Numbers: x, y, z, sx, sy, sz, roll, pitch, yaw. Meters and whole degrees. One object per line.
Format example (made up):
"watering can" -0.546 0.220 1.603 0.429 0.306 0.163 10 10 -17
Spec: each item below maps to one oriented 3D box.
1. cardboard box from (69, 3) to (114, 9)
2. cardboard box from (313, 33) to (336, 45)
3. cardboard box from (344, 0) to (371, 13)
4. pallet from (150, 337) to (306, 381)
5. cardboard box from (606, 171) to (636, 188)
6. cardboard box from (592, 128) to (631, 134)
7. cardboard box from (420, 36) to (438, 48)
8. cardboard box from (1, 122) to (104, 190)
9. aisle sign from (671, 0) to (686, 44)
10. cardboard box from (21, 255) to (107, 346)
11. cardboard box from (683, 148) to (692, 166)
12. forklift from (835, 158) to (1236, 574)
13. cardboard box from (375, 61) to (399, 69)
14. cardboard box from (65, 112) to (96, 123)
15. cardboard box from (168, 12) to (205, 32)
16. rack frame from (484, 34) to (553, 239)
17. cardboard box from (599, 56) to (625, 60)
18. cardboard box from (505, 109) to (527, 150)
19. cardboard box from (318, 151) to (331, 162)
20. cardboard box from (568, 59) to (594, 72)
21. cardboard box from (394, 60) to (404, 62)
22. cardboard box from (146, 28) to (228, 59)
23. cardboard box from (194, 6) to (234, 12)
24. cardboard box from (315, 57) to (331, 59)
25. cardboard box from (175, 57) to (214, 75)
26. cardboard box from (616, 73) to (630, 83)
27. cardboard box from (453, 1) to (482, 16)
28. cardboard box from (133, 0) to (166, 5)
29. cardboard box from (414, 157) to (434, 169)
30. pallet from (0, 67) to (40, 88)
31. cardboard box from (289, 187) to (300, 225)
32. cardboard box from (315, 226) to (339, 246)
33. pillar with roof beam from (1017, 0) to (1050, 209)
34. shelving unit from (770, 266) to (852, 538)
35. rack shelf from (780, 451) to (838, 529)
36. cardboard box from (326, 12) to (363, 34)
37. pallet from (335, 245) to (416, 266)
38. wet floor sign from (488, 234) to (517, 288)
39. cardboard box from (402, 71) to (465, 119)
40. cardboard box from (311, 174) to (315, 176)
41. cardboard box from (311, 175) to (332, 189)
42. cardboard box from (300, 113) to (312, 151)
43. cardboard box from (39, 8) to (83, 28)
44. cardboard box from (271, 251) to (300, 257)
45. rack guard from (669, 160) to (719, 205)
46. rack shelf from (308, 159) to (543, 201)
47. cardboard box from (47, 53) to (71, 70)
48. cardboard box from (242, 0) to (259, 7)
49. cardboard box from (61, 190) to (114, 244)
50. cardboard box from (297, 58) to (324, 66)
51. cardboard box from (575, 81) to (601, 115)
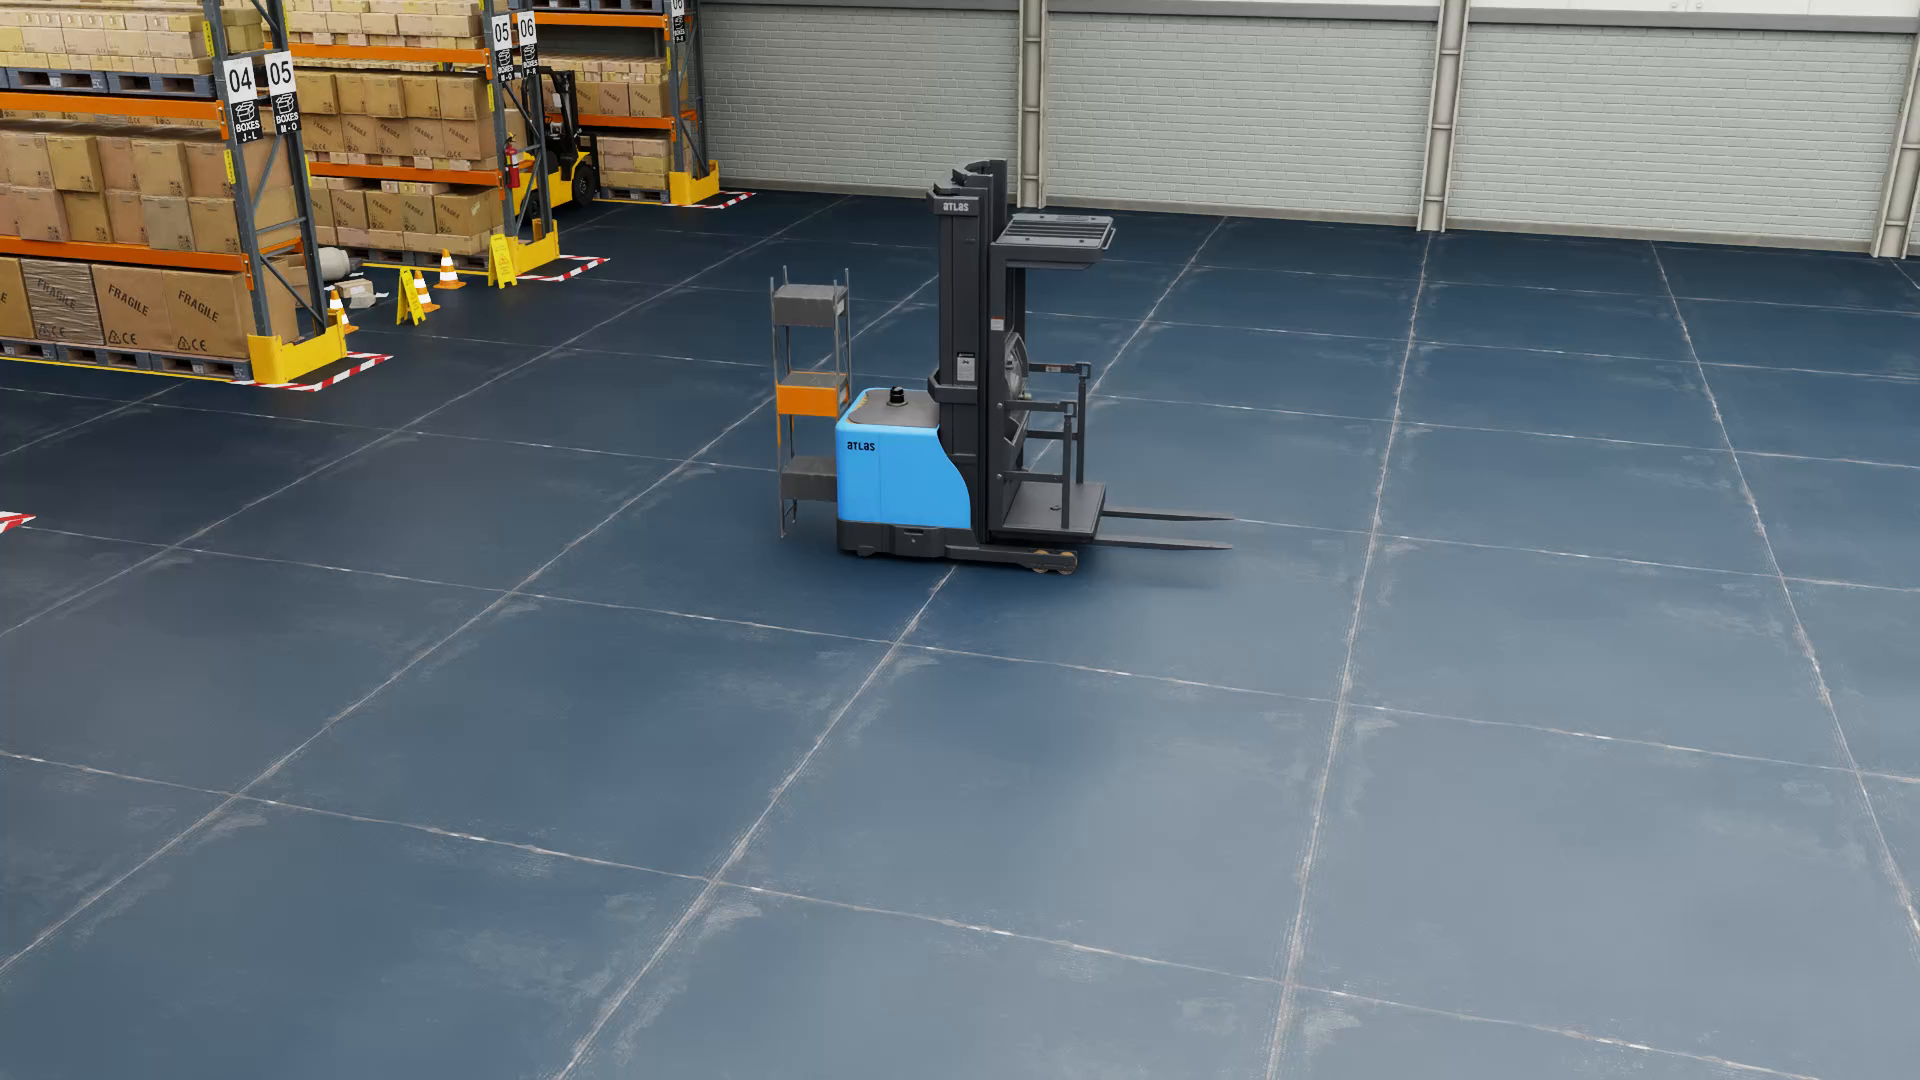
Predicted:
"cardboard box" -8.924 -5.439 17.125 0.250 0.149 0.380 7 23 16
"cardboard box" -8.050 -6.433 21.284 0.250 0.149 0.380 6 23 14
"cardboard box" -7.544 -6.746 20.996 0.250 0.149 0.380 7 23 17
"pallet" -7.778 -1.979 17.722 1.213 0.211 1.003 7 23 15
"cardboard box" -5.241 -5.740 26.286 0.500 0.250 0.500 7 23 15
"cardboard box" -5.587 -6.442 26.679 0.500 0.250 0.500 6 23 15
"cardboard box" -6.572 -6.285 20.924 0.250 0.149 0.380 7 23 17
"cardboard box" -9.439 -4.037 17.445 0.550 0.550 0.875 7 23 16
"aisle sign" -4.249 -7.912 25.086 0.004 0.787 0.394 7 23 16
"cardboard box" -9.374 -2.668 17.973 0.875 0.875 0.875 7 23 16
"cardboard box" -4.617 -6.104 26.514 0.500 0.250 0.500 7 23 16
"forklift" 0.613 -1.315 12.518 3.031 2.935 1.130 4 23 9
"cardboard box" -9.209 -7.613 26.796 0.250 0.149 0.380 6 23 14
"cardboard box" -11.941 -6.031 22.848 0.500 0.500 0.500 7 23 16
"cardboard box" -7.411 -5.005 16.066 0.250 0.149 0.380 7 23 16
"rack frame" -5.657 -5.020 21.460 0.127 3.000 1.000 7 23 16
"cardboard box" -5.477 -7.539 26.223 0.250 0.149 0.380 7 23 17
"cardboard box" -6.031 -5.356 21.756 0.500 0.500 0.500 6 23 15
"cardboard box" -8.267 -5.106 22.002 0.250 0.149 0.380 6 23 15
"cardboard box" -5.882 -7.374 25.820 0.250 0.149 0.380 7 23 17
"cardboard box" -9.062 -7.821 27.304 0.250 0.149 0.380 6 23 15
"cardboard box" -7.540 -4.859 16.235 0.500 0.250 0.500 7 23 16
"cardboard box" -7.458 -5.271 16.715 0.250 0.149 0.380 7 23 16
"cardboard box" -10.520 -7.988 27.709 0.250 0.149 0.380 6 23 15
"cardboard box" -7.406 -4.635 16.216 0.250 0.149 0.380 6 23 15
"cardboard box" -5.124 -7.174 25.725 0.250 0.149 0.380 7 23 17
"cardboard box" -6.066 -6.590 20.616 0.250 0.149 0.380 7 23 16
"cardboard box" -10.571 -7.039 22.076 0.500 0.250 0.500 7 23 16
"cardboard box" -6.846 -4.907 21.517 0.250 0.149 0.380 7 23 16
"pallet" -10.040 -4.902 17.337 1.213 0.211 1.003 7 23 16
"cardboard box" -9.000 -4.564 22.432 0.500 0.500 0.500 8 24 18
"cardboard box" -8.485 -4.163 22.441 0.500 0.250 0.500 8 24 19
"pillar with roof beam" -0.132 -7.781 20.286 0.400 9.000 9.100 7 23 16
"shelving unit" -1.136 -1.044 12.954 0.503 2.100 0.431 4 23 9
"rack shelf" -1.136 -0.384 13.225 0.480 0.518 0.431 4 23 9
"cardboard box" -7.688 -6.599 21.163 0.500 0.250 0.500 7 23 16
"pallet" -7.662 -3.974 22.585 1.213 0.211 1.003 7 23 16
"wet floor sign" -5.784 -3.521 20.908 0.232 0.644 0.267 16 27 34
"cardboard box" -6.692 -5.701 21.279 0.500 0.500 0.700 7 23 16
"cardboard box" -8.843 -4.760 22.908 0.500 0.500 0.500 6 23 15
"cardboard box" -8.405 -4.773 22.086 0.250 0.149 0.380 7 23 18
"cardboard box" -8.659 -5.446 21.975 0.500 0.500 0.500 6 23 15
"cardboard box" -8.871 -5.172 16.474 0.250 0.149 0.380 7 23 16
"cardboard box" -8.854 -3.691 21.511 0.500 0.500 0.500 -14 26 -30
"rack guard" -4.204 -5.664 26.325 0.348 0.500 1.175 7 23 16
"rack shelf" -7.572 -4.906 22.131 4.000 0.370 1.077 7 23 16
"cardboard box" -8.866 -4.803 16.625 0.250 0.149 0.380 7 23 16
"cardboard box" -9.022 -6.927 21.439 0.250 0.149 0.380 7 23 17
"cardboard box" -8.911 -3.506 17.572 0.500 0.550 0.875 7 23 16
"cardboard box" -10.653 -7.816 27.291 0.250 0.149 0.380 7 23 16
"cardboard box" -5.759 -6.944 26.021 0.500 0.500 0.500 6 23 14
